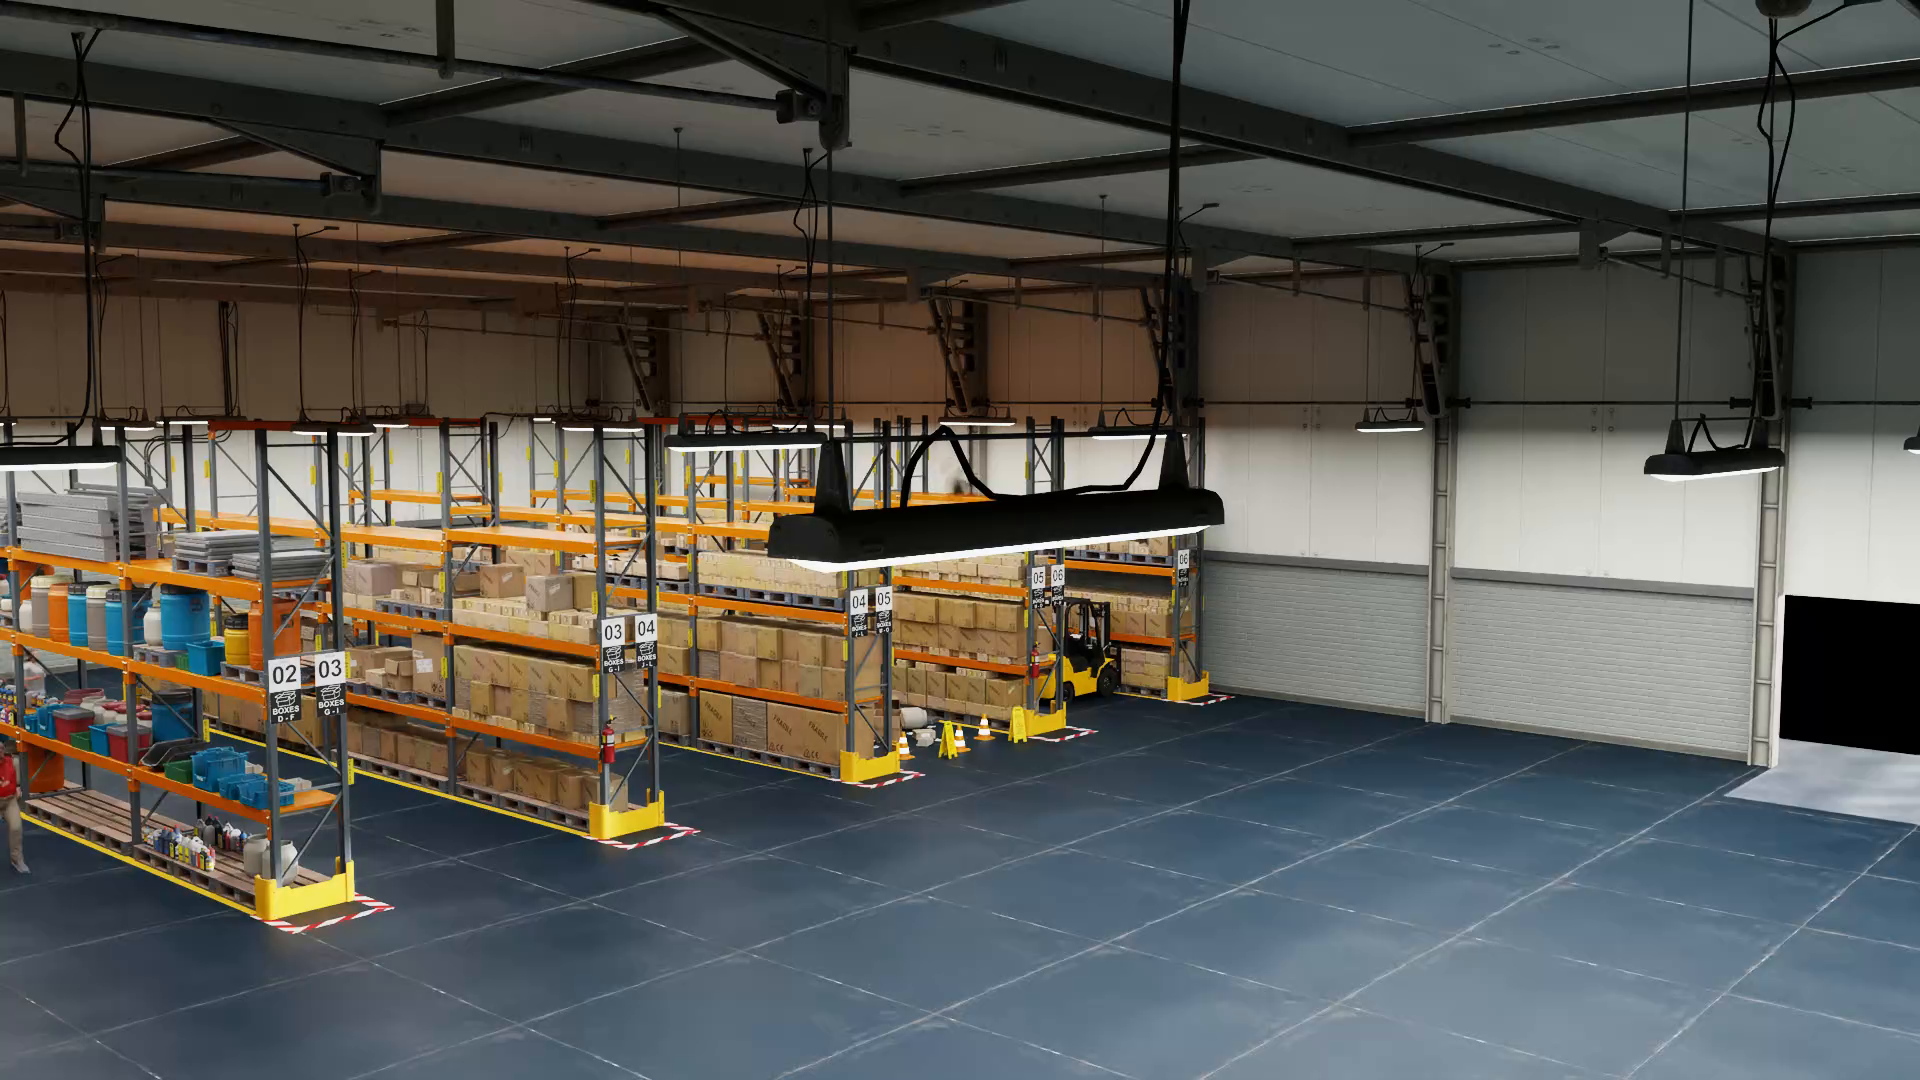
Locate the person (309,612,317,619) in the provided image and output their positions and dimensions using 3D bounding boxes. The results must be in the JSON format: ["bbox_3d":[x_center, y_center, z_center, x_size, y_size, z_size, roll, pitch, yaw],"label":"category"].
[{"bbox_3d":[-14.461,2.449,37.030,0.598,1.706,0.762,-4,6,-39],"label":"person"}]

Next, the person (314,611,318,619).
[{"bbox_3d":[-14.793,2.311,38.398,0.478,1.619,0.953,0,5,1],"label":"person"}]

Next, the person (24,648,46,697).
[{"bbox_3d":[-17.504,2.900,31.393,0.763,1.732,0.539,3,5,29],"label":"person"}]

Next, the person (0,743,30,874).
[{"bbox_3d":[-12.957,3.598,22.425,0.849,1.778,0.648,3,6,32],"label":"person"}]
